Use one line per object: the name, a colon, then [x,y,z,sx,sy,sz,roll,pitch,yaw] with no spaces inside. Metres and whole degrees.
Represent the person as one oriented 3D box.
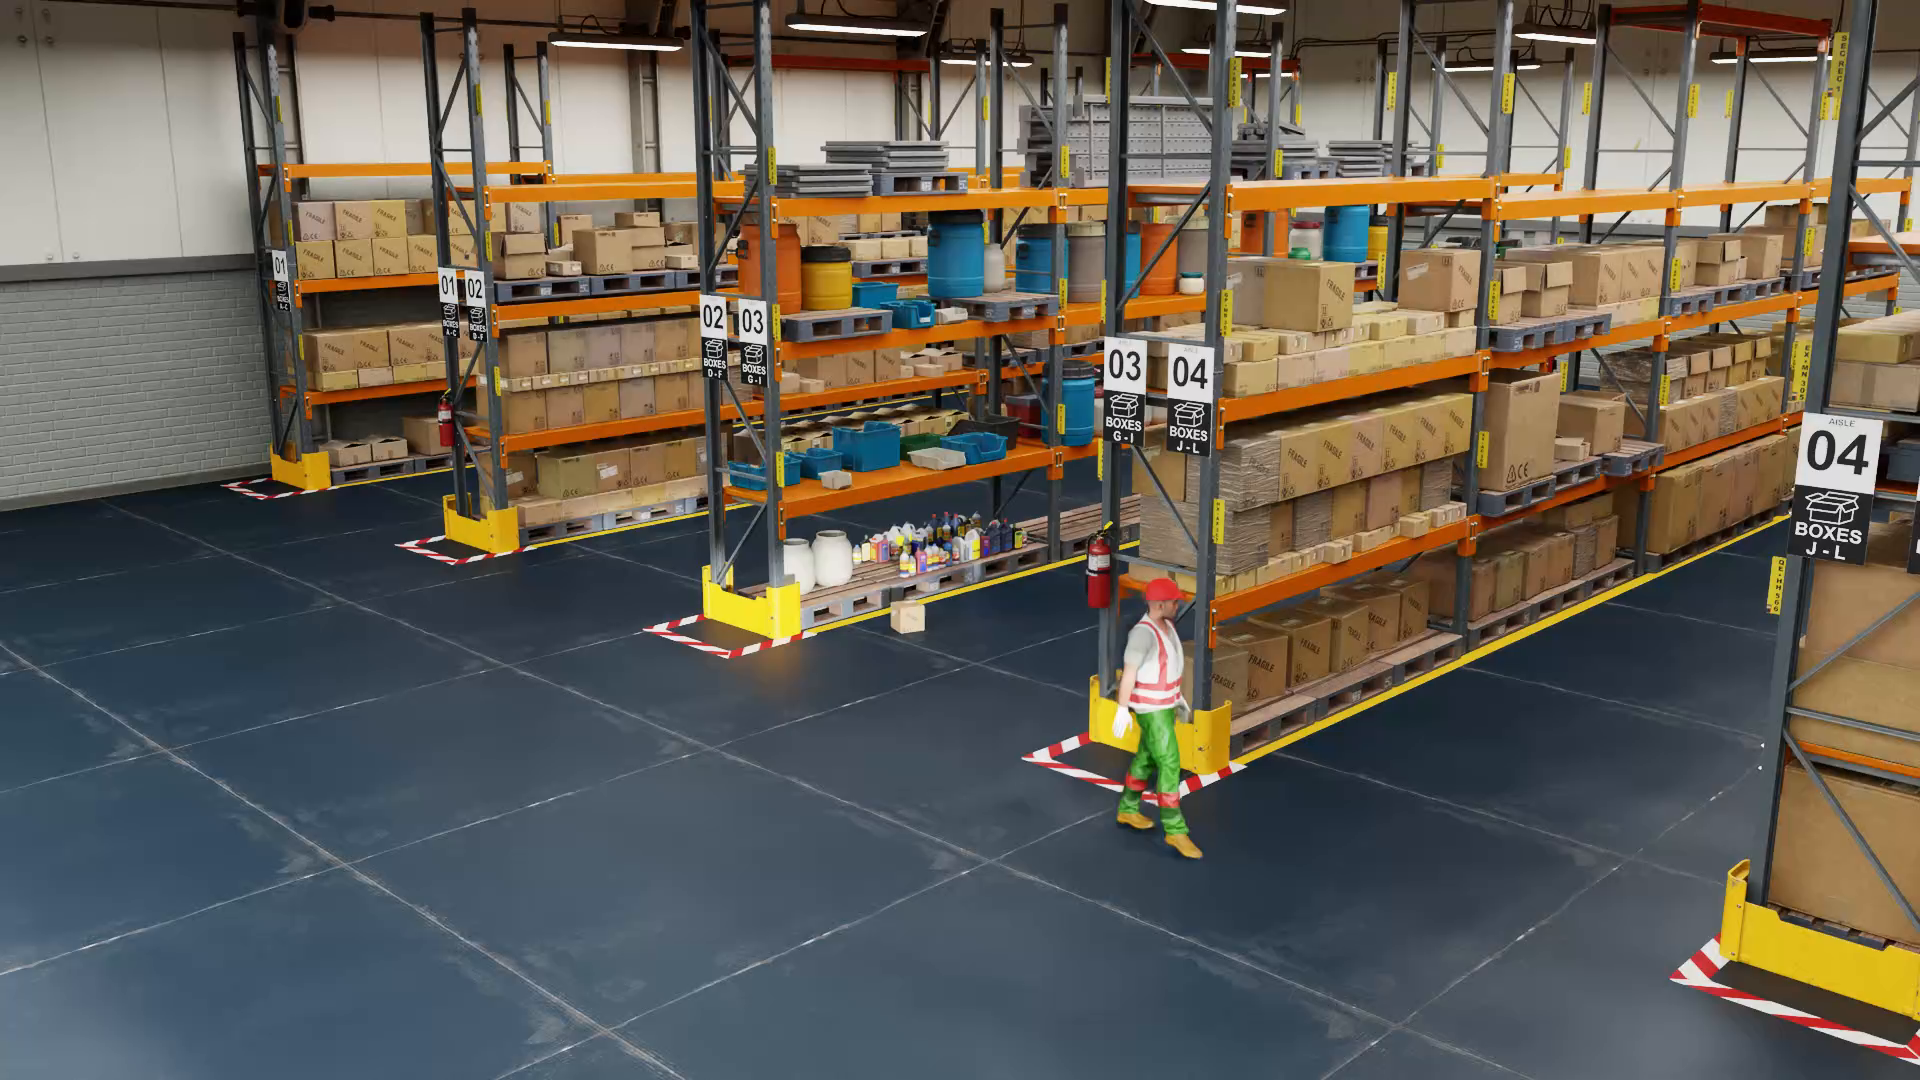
person: [1.397,1.147,11.167,0.749,1.775,0.641,8,15,28]
